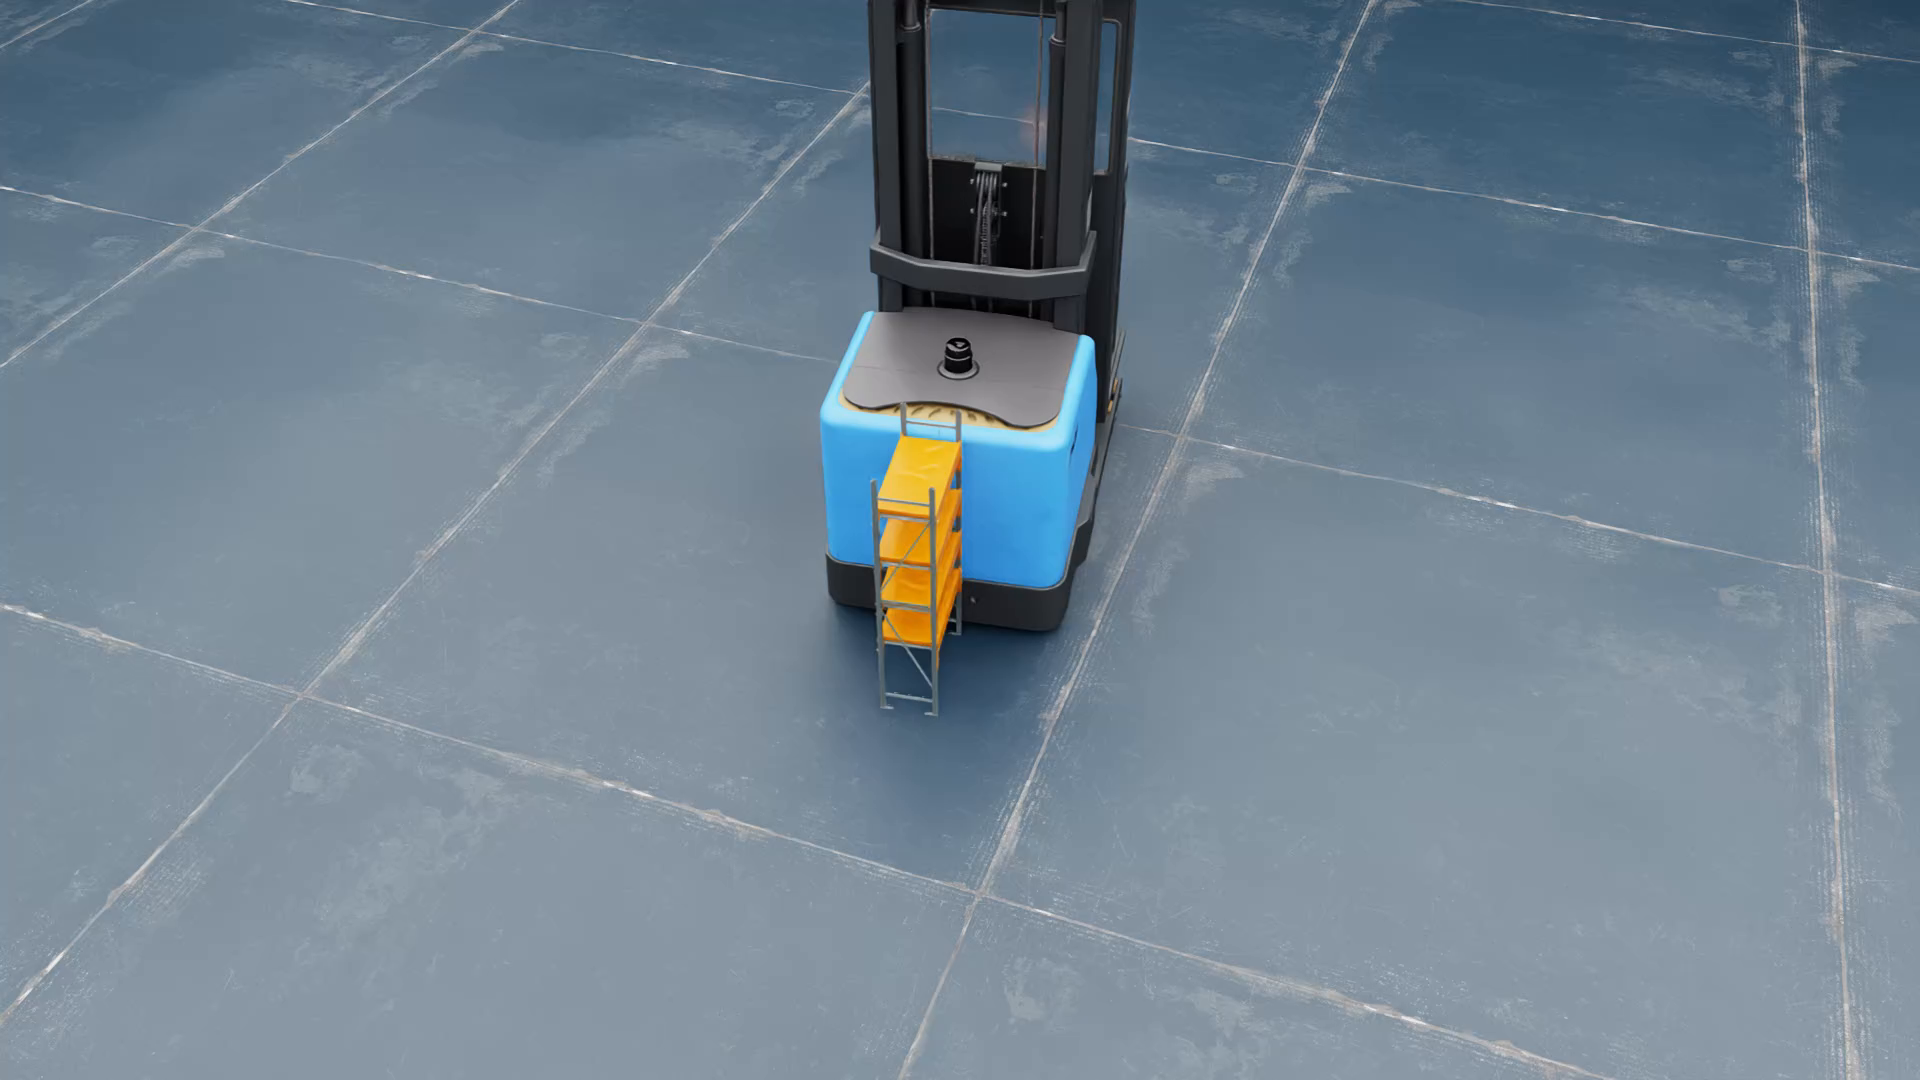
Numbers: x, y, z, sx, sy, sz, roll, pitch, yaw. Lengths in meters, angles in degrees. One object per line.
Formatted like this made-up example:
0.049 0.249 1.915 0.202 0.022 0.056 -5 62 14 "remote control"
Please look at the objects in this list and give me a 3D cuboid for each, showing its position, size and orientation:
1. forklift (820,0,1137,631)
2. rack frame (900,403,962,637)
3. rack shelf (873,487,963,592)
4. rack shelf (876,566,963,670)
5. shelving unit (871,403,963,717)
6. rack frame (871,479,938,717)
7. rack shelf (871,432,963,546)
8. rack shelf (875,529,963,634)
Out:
0.215 -1.686 7.422 1.130 2.935 3.031 7 41 9 "forklift"
-0.113 -0.058 6.847 0.240 1.200 0.015 7 41 9 "rack frame"
-0.161 -0.021 6.563 0.258 0.148 0.480 7 41 9 "rack shelf"
-0.161 0.300 6.837 0.258 0.148 0.480 7 41 9 "rack shelf"
-0.161 0.098 6.665 0.258 1.200 0.503 7 41 9 "shelving unit"
-0.210 0.253 6.483 0.240 1.200 0.015 7 41 9 "rack frame"
-0.161 -0.201 6.410 0.258 0.148 0.480 7 41 9 "rack shelf"
-0.161 0.149 6.709 0.258 0.148 0.480 7 41 9 "rack shelf"
